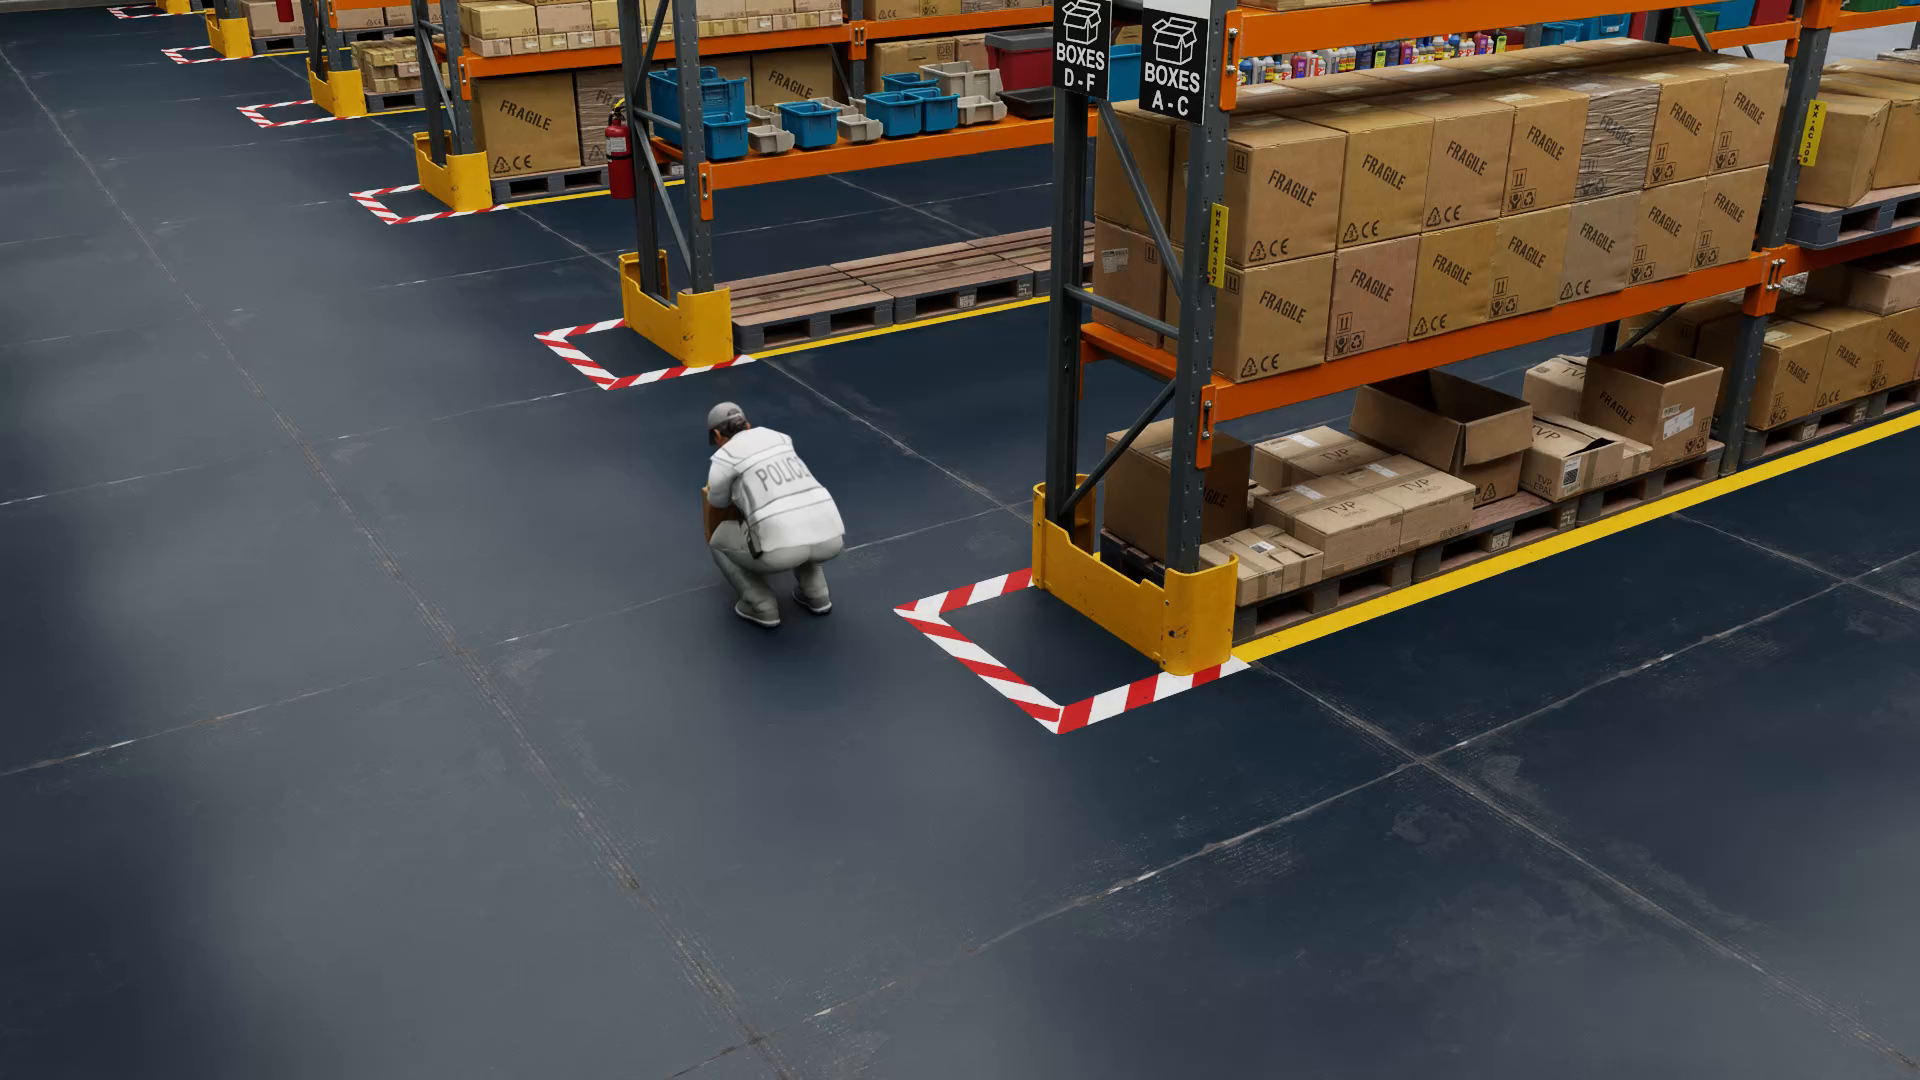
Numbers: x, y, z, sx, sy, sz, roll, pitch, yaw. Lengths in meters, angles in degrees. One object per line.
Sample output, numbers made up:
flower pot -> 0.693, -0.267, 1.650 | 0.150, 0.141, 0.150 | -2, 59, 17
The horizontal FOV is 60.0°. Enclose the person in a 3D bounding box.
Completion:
person -> -0.910, -0.129, 7.844 | 0.515, 0.953, 0.865 | -16, 30, -31
